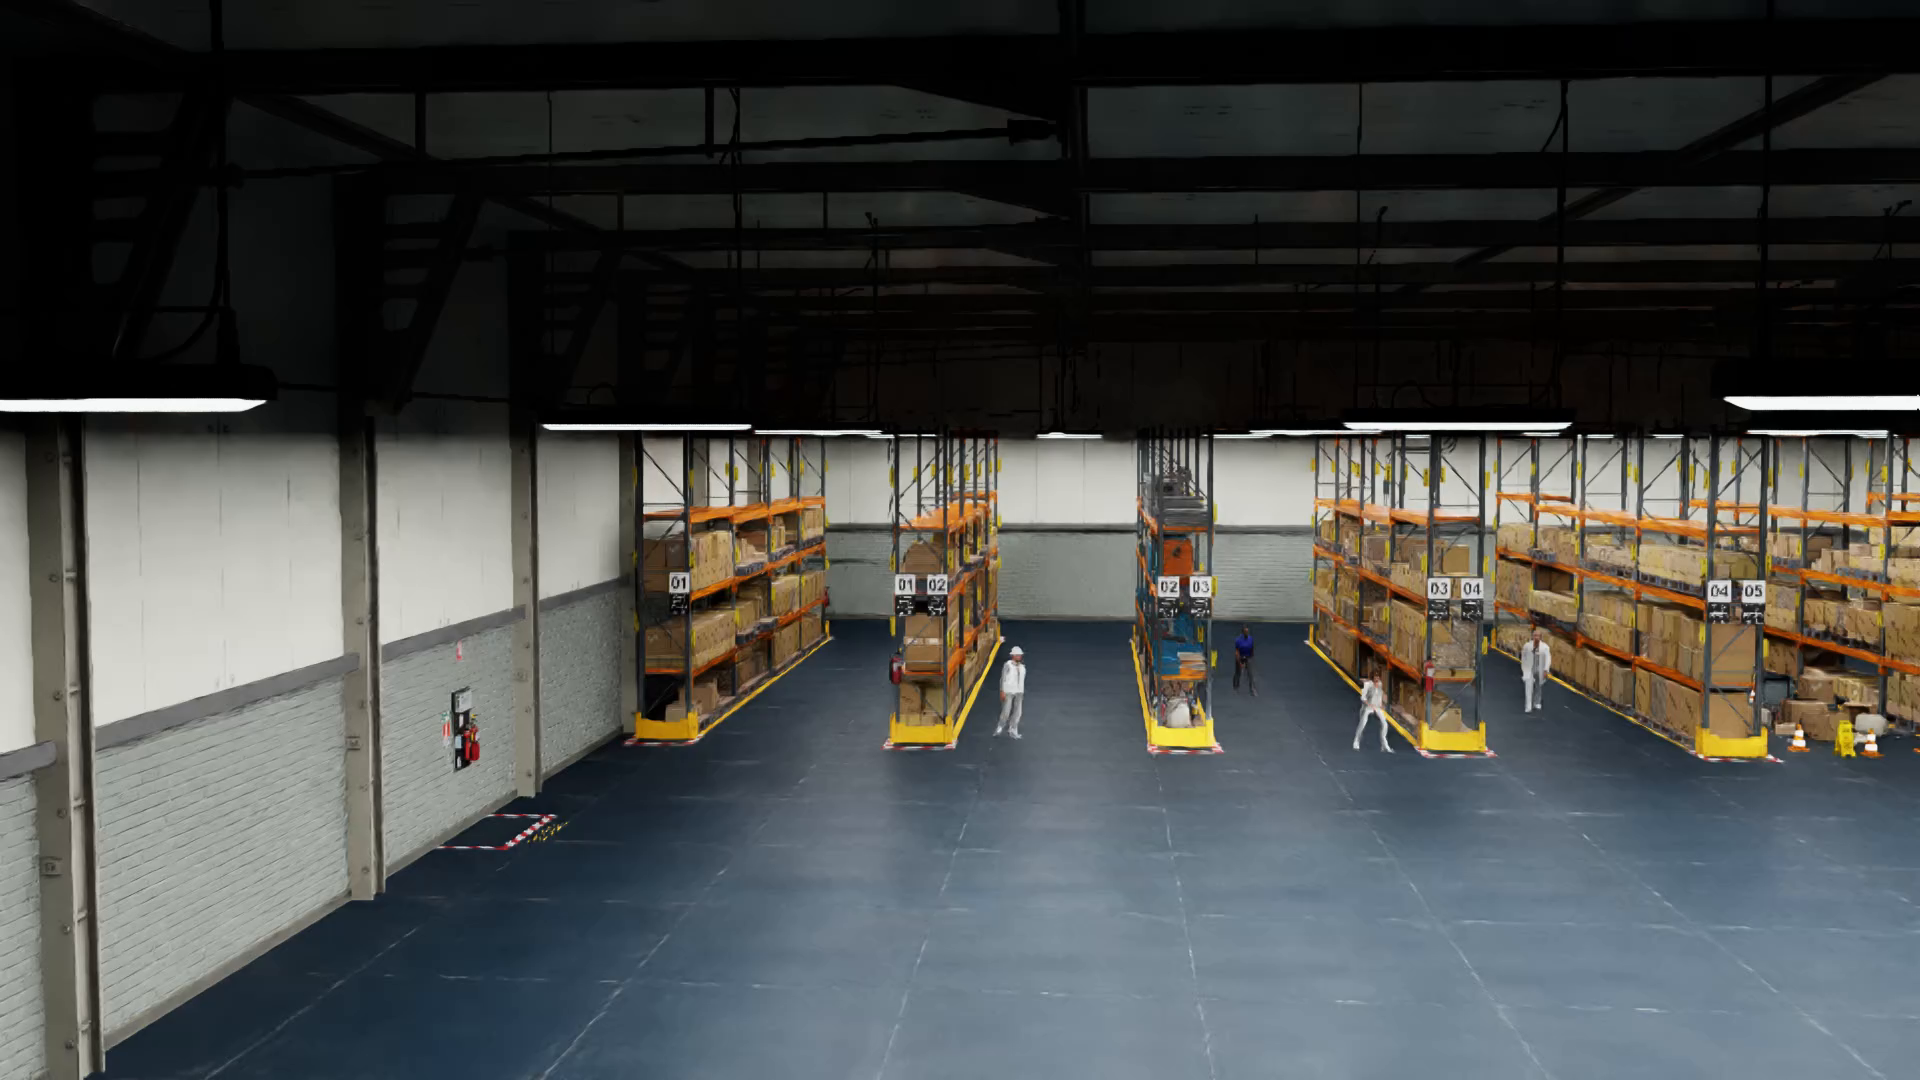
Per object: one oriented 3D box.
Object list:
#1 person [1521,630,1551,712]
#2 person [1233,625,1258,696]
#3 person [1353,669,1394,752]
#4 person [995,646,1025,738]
[{"bbox_3d":[12.113,2.746,34.967,0.574,1.714,1.104,1,4,14],"label":"person"},{"bbox_3d":[6.379,2.675,37.301,0.470,1.571,1.060,0,3,-5],"label":"person"},{"bbox_3d":[7.576,3.107,30.591,0.568,1.528,0.780,-1,4,-14],"label":"person"},{"bbox_3d":[0.981,2.916,32.087,0.580,1.762,0.569,-2,4,-31],"label":"person"}]
